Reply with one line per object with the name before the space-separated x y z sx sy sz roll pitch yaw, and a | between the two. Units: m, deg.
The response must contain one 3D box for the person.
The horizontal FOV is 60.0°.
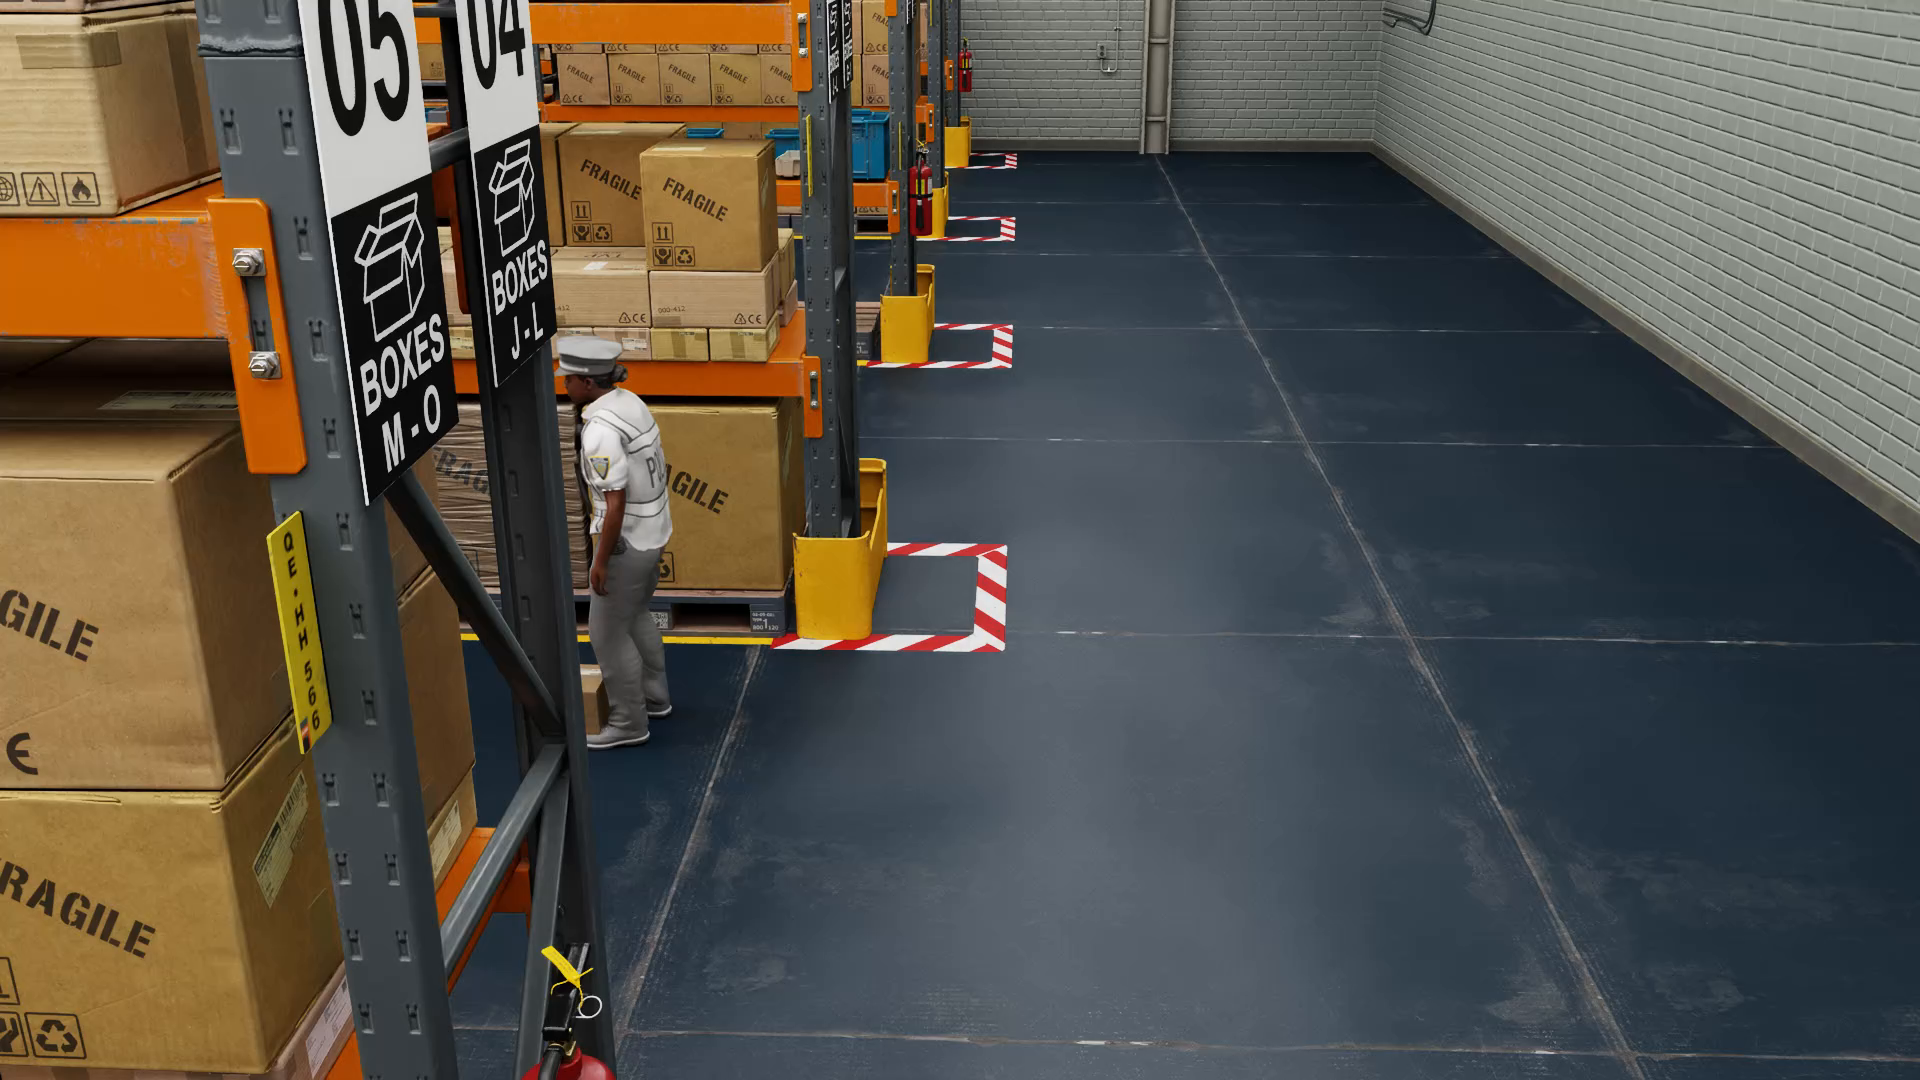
person | -1.343 0.012 6.548 0.415 1.660 0.506 1 21 2
